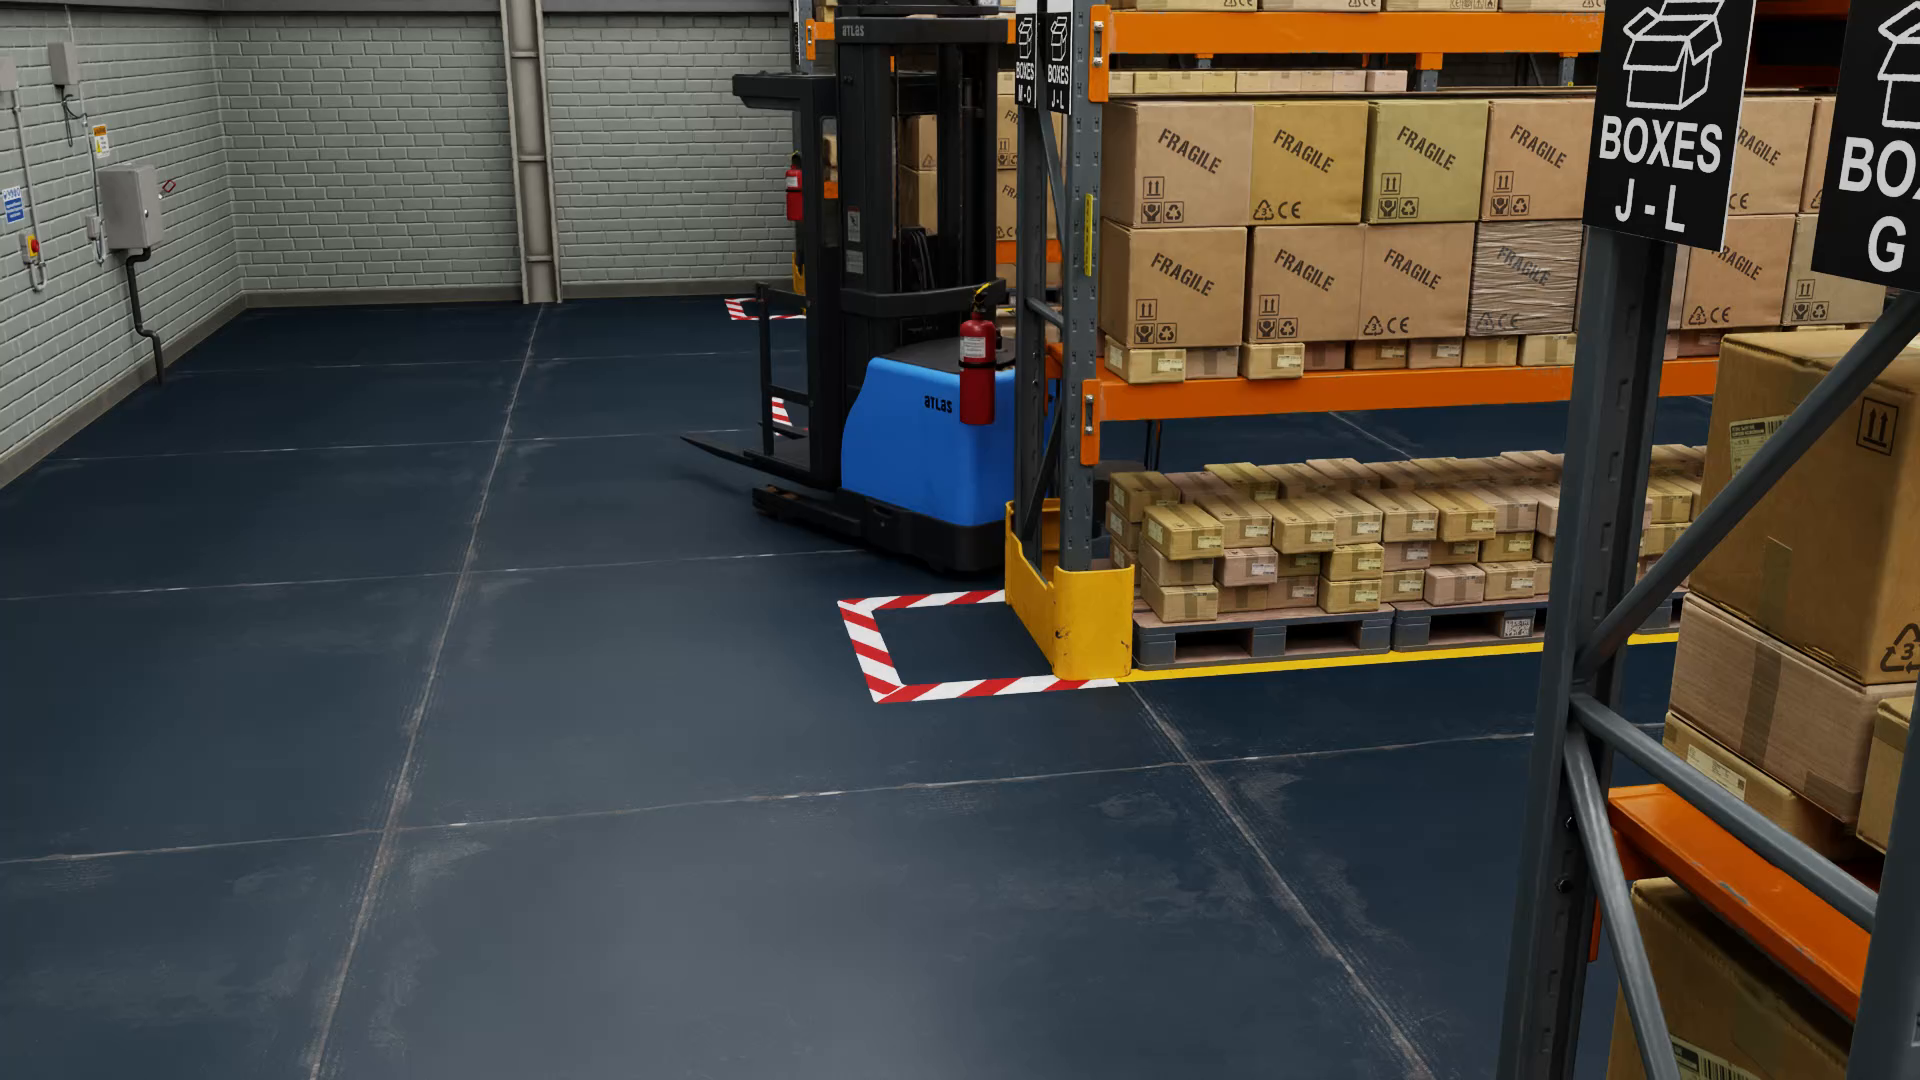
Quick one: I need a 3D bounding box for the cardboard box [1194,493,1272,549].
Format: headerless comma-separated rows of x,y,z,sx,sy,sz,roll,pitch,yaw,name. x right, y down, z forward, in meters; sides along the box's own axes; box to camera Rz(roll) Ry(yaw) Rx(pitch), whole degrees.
1.245,-0.089,7.619,0.250,0.149,0.380,-3,17,-9,cardboard box

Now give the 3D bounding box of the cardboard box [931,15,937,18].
-0.181,-5.134,16.238,0.250,0.149,0.380,-3,17,-11,cardboard box

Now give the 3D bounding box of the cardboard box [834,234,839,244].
-0.947,-2.851,17.023,0.637,0.503,0.797,-4,18,-13,cardboard box

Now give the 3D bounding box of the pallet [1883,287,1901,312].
5.124,-1.117,8.166,1.213,0.211,1.003,-3,17,-10,pallet

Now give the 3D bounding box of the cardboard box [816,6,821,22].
-1.295,-5.236,16.568,0.250,0.149,0.380,-3,17,-9,cardboard box

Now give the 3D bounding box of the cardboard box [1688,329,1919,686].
1.688,-0.082,2.940,0.500,0.500,0.500,-3,17,-10,cardboard box

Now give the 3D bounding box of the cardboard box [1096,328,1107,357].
0.685,-0.965,7.772,0.250,0.149,0.380,-3,17,-10,cardboard box

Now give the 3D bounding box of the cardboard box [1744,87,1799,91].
6.274,-3.243,12.887,0.500,0.500,0.500,-3,17,-9,cardboard box

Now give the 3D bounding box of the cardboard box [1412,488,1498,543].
2.285,-0.118,7.714,0.250,0.149,0.380,-3,17,-10,cardboard box

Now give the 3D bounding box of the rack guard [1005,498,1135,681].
0.493,0.205,7.791,0.348,0.500,1.175,-3,17,-10,rack guard

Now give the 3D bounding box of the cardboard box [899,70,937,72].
-0.306,-3.320,12.035,0.250,0.149,0.380,-3,17,-10,cardboard box

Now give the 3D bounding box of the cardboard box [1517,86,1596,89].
4.706,-3.306,13.093,0.500,0.500,0.500,-3,17,-9,cardboard box

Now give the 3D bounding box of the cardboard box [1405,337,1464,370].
2.062,-0.882,7.502,0.250,0.149,0.380,-4,17,-12,cardboard box

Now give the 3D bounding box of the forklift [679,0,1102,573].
-0.569,-1.592,9.503,1.130,2.935,3.031,-14,22,-39,forklift

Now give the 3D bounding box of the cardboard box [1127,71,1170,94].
1.312,-3.257,11.828,0.250,0.149,0.380,-4,17,-12,cardboard box

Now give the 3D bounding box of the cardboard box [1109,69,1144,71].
1.198,-3.416,12.347,0.250,0.149,0.380,-3,17,-9,cardboard box

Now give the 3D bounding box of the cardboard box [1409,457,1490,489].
2.429,-0.291,8.278,0.250,0.149,0.380,-3,17,-10,cardboard box

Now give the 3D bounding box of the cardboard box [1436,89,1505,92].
3.794,-3.097,12.412,0.500,0.500,0.500,-3,17,-10,cardboard box

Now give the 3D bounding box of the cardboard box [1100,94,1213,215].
0.820,-1.750,7.522,0.500,0.500,0.500,-4,17,-12,cardboard box

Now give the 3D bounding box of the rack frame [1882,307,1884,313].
7.235,-2.852,13.489,0.127,3.000,1.000,-3,17,-10,rack frame

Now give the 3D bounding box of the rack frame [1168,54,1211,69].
2.362,-4.060,17.422,0.127,3.000,1.000,-3,17,-10,rack frame

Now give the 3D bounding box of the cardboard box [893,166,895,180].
-0.698,-3.709,16.705,0.250,0.149,0.380,-3,17,-11,cardboard box

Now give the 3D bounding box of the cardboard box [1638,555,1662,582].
3.225,0.077,8.091,0.250,0.149,0.380,-4,17,-12,cardboard box

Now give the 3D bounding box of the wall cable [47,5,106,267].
-6.432,-2.980,12.174,0.122,1.984,0.588,-3,17,-10,wall cable

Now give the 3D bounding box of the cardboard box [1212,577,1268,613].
1.235,0.202,7.686,0.250,0.149,0.380,-3,17,-11,cardboard box

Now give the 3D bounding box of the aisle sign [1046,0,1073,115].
0.403,-2.137,6.734,0.004,0.787,0.394,-3,17,-10,aisle sign

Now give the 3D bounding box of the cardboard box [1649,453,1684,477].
3.447,-0.344,8.451,0.250,0.149,0.380,-3,17,-11,cardboard box

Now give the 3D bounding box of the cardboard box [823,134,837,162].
-1.164,-4.010,17.007,0.500,0.250,0.500,-3,17,-9,cardboard box

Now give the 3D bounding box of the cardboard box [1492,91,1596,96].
2.850,-1.869,7.907,0.500,0.500,0.500,-3,17,-10,cardboard box

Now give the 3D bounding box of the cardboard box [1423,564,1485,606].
2.243,0.173,7.781,0.250,0.149,0.380,-4,18,-13,cardboard box

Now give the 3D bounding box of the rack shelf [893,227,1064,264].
1.344,-2.174,12.507,4.000,0.370,1.077,-3,17,-10,rack shelf

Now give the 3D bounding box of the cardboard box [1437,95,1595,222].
2.418,-1.684,7.304,0.500,0.500,0.500,-4,17,-12,cardboard box

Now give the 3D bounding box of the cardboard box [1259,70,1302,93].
2.294,-3.343,12.108,0.250,0.149,0.380,-3,17,-11,cardboard box

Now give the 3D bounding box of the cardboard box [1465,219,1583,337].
2.415,-1.212,7.471,0.500,0.500,0.500,-4,17,-12,cardboard box

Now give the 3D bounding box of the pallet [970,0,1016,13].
0.106,-3.842,11.755,1.213,0.211,1.003,-3,17,-10,pallet

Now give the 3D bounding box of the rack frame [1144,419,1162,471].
0.998,-0.816,8.356,0.015,2.100,0.400,2,17,-2,rack frame

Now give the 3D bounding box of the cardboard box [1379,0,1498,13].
1.929,-2.359,7.031,0.500,0.250,0.500,-4,17,-12,cardboard box

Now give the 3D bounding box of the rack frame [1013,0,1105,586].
0.418,-0.985,7.411,0.127,3.000,1.000,-3,17,-10,rack frame

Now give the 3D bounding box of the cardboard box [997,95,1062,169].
0.411,-2.908,11.797,0.500,0.500,0.500,-4,17,-12,cardboard box

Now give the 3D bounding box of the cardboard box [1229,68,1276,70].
2.201,-3.481,12.558,0.250,0.149,0.380,-3,17,-11,cardboard box

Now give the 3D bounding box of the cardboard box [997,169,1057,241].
0.397,-2.435,11.959,0.500,0.500,0.500,-3,17,-11,cardboard box

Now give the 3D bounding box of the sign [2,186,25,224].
-6.203,-2.198,10.898,0.001,0.218,0.327,-3,17,-10,sign

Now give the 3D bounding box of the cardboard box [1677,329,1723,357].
3.337,-0.967,7.778,0.250,0.149,0.380,-4,17,-12,cardboard box

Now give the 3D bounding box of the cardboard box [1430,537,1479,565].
2.258,-0.011,7.872,0.250,0.149,0.380,-2,17,-8,cardboard box

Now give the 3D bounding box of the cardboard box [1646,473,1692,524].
3.290,-0.202,7.987,0.250,0.149,0.380,-3,17,-9,cardboard box

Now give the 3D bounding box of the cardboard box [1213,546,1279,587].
1.261,0.080,7.575,0.250,0.149,0.380,-3,17,-11,cardboard box

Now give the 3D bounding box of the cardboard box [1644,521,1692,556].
3.309,-0.055,8.014,0.250,0.149,0.380,-3,17,-10,cardboard box

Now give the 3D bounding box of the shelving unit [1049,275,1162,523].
0.754,-0.827,8.348,0.503,2.100,0.431,2,17,-2,shelving unit

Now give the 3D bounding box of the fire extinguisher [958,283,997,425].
0.083,-0.889,7.864,0.183,0.674,0.296,-3,17,-10,fire extinguisher

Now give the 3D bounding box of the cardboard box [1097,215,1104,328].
0.811,-1.274,7.675,0.500,0.500,0.500,-3,17,-9,cardboard box

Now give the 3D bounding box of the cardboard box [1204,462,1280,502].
1.378,-0.259,8.172,0.250,0.149,0.380,-4,17,-12,cardboard box

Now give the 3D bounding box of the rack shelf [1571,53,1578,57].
8.253,-5.484,18.175,4.000,0.370,1.077,-3,17,-10,rack shelf

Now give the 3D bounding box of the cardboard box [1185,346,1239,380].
1.041,-0.815,7.284,0.250,0.149,0.380,-3,17,-8,cardboard box
